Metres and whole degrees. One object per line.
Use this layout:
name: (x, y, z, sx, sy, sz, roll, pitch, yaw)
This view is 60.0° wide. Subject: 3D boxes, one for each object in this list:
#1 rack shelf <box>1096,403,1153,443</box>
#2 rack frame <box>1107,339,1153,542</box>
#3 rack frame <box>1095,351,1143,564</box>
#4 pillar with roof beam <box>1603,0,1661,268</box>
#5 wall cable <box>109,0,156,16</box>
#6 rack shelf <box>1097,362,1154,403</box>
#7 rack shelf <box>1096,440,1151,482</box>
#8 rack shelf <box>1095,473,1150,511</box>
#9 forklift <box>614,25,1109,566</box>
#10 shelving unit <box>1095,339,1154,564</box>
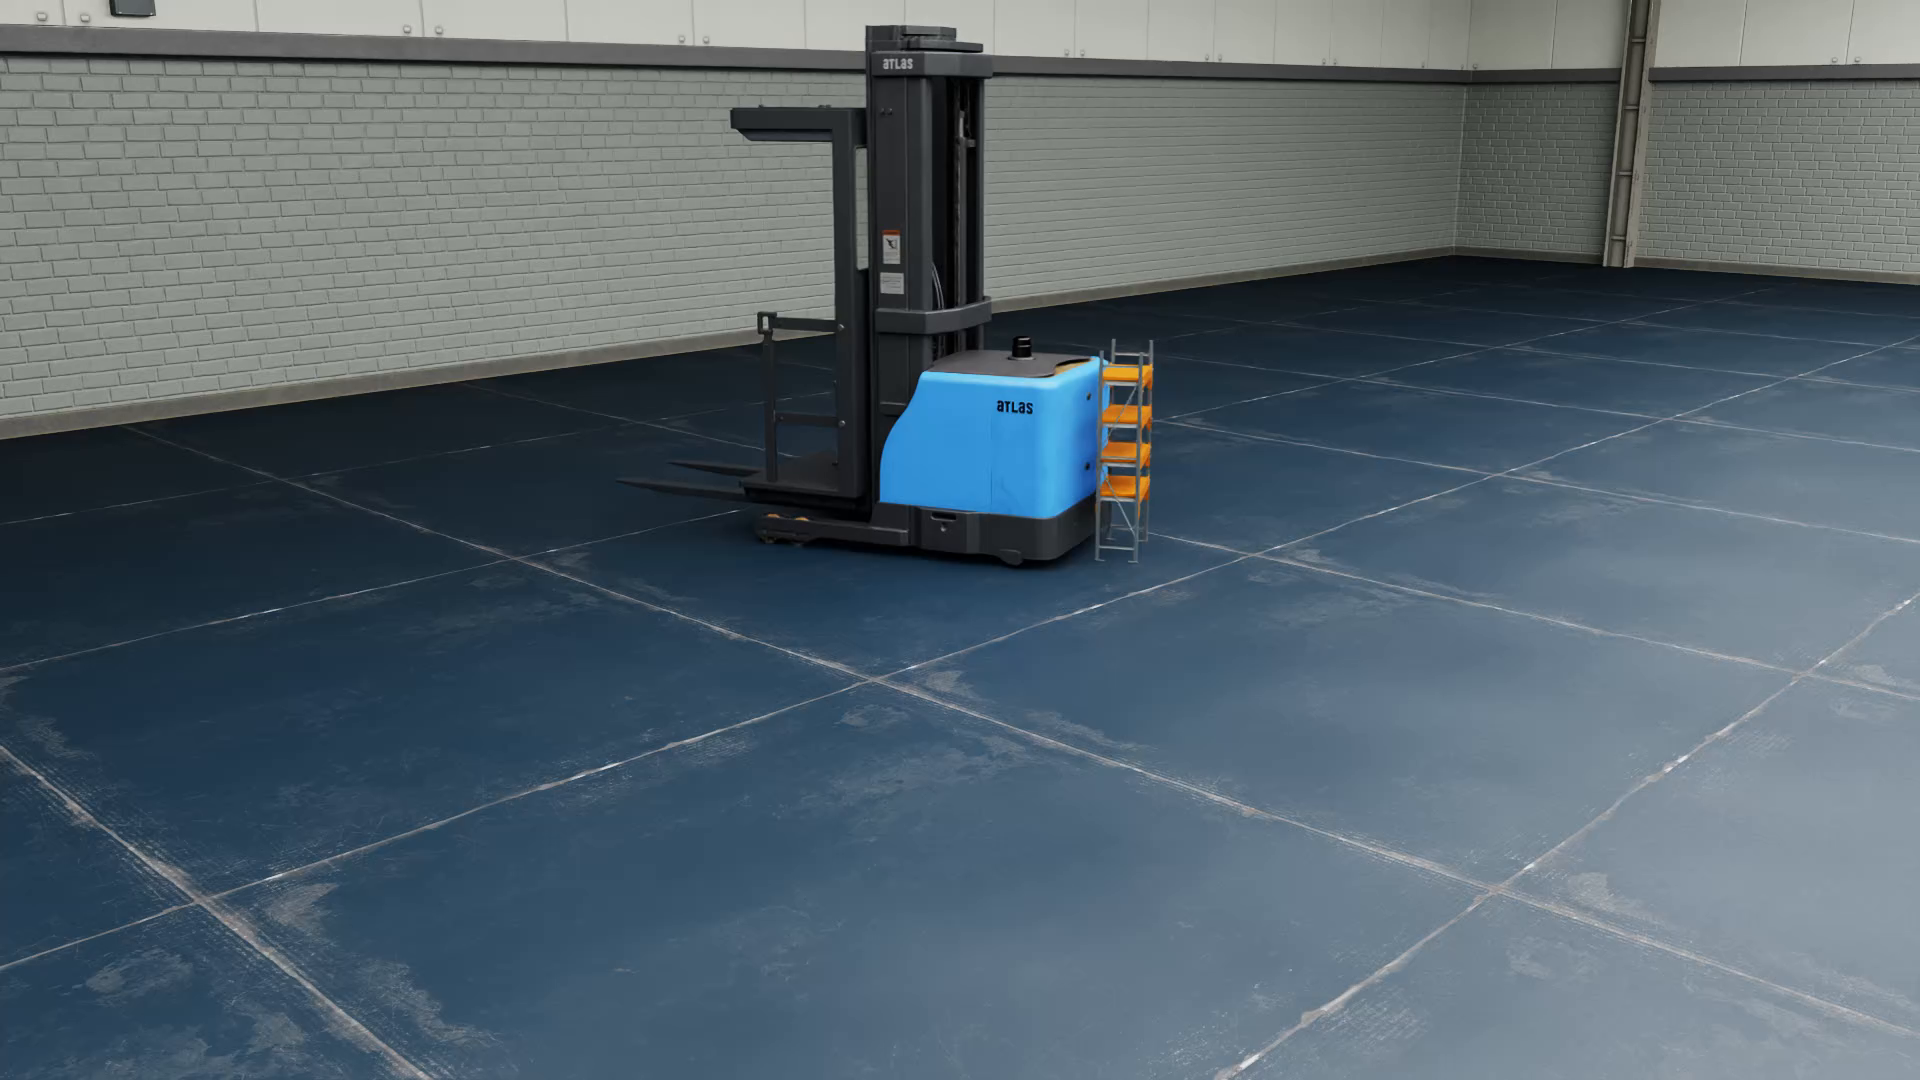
rack shelf: (0.942, -0.667, 9.492, 0.258, 0.148, 0.480, 3, 15, 12)
rack frame: (0.996, -0.576, 9.762, 0.240, 1.200, 0.015, 3, 15, 12)
rack frame: (0.888, -0.456, 9.302, 0.240, 1.200, 0.015, 3, 15, 12)
pillar with roof beam: (7.697, -8.017, 22.854, 0.400, 9.000, 9.100, 14, 20, 42)
wall cable: (-5.781, -7.203, 12.984, 0.169, 6.003, 2.305, 14, 20, 42)
rack shelf: (0.942, -0.896, 9.433, 0.258, 0.148, 0.480, 3, 15, 12)
rack shelf: (0.942, -0.451, 9.549, 0.258, 0.148, 0.480, 3, 15, 12)
rack shelf: (0.942, -0.258, 9.599, 0.258, 0.148, 0.480, 3, 15, 12)
forklift: (-0.666, -1.501, 9.881, 3.031, 2.935, 1.130, 6, 16, 23)
shelving unit: (0.942, -0.516, 9.532, 0.258, 1.200, 0.503, 3, 15, 12)
